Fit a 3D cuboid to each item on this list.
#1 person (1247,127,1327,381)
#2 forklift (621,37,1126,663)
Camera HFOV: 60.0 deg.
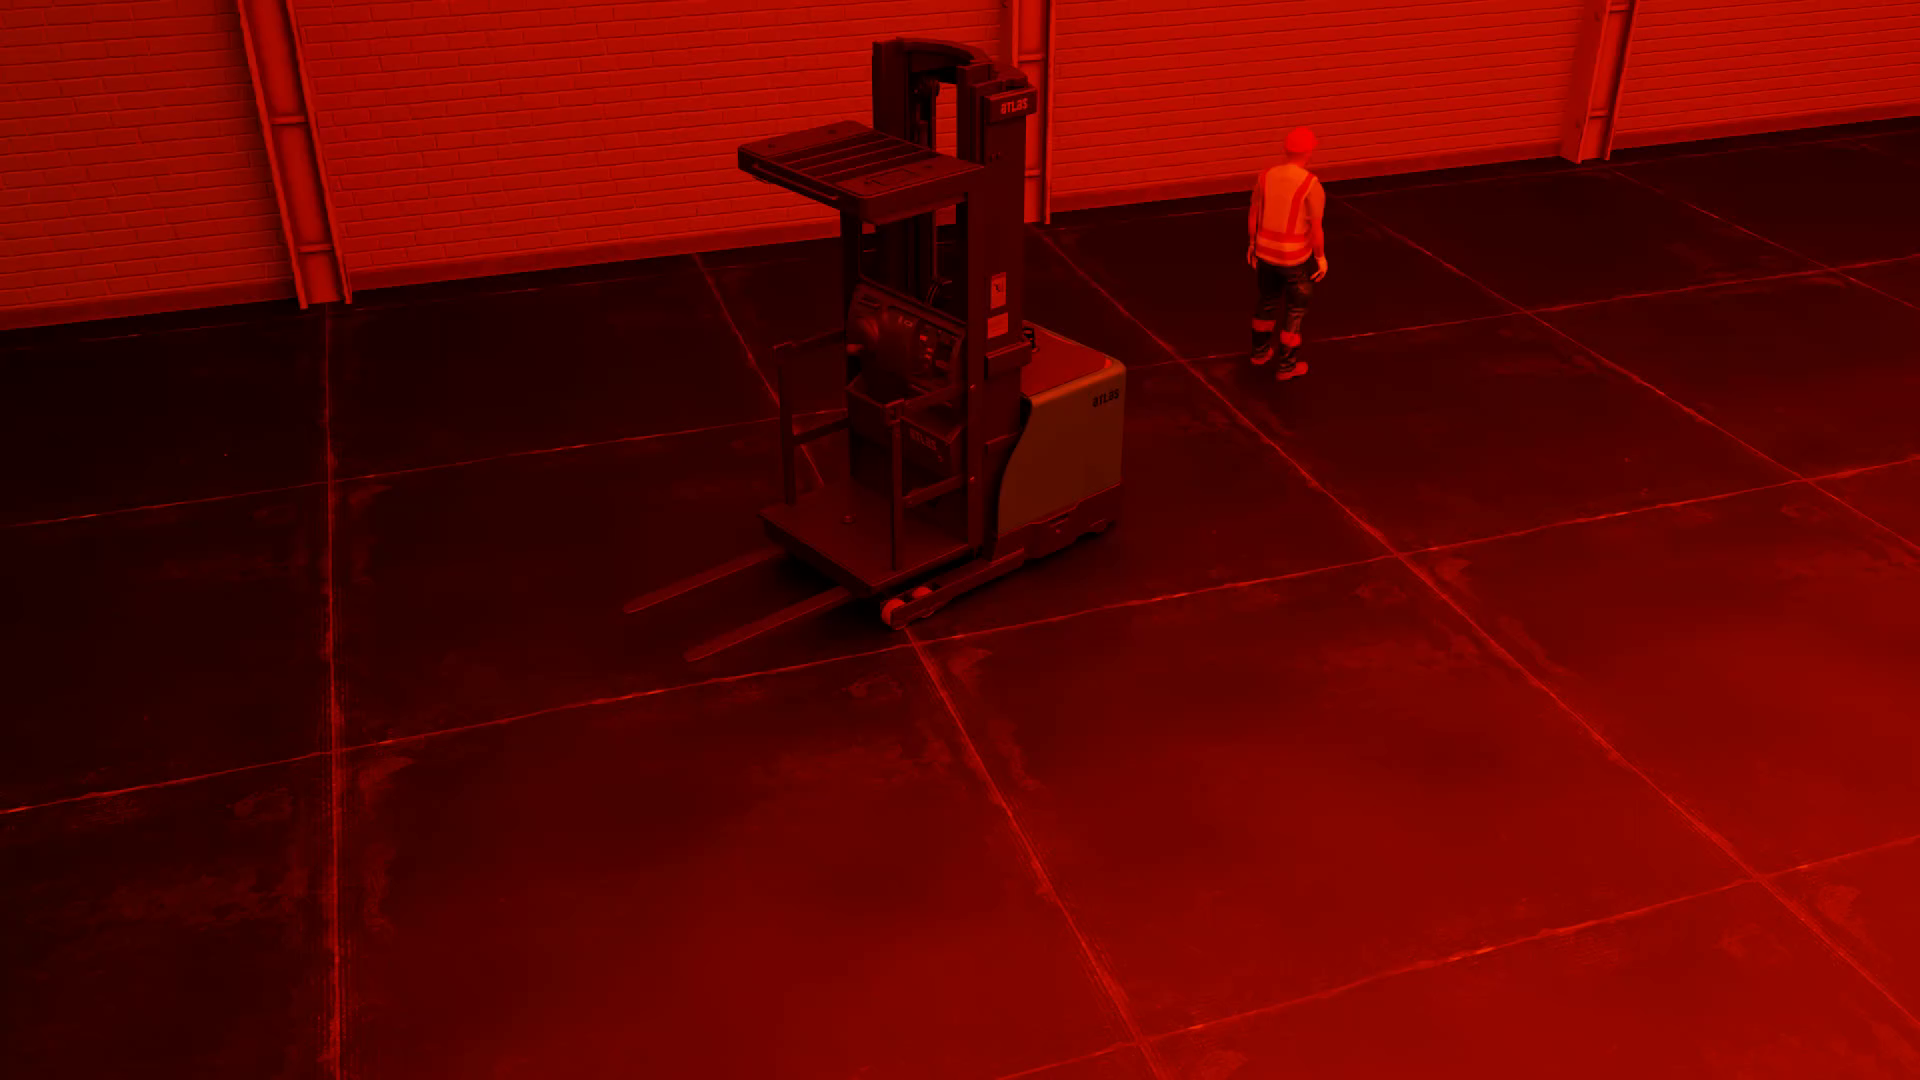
[{"bbox_3d":[2.326,-2.024,11.774,0.612,1.786,0.451,26,39,37],"label":"person"},{"bbox_3d":[-0.461,-1.072,8.951,3.031,2.935,1.130,-23,37,-34],"label":"forklift"}]
